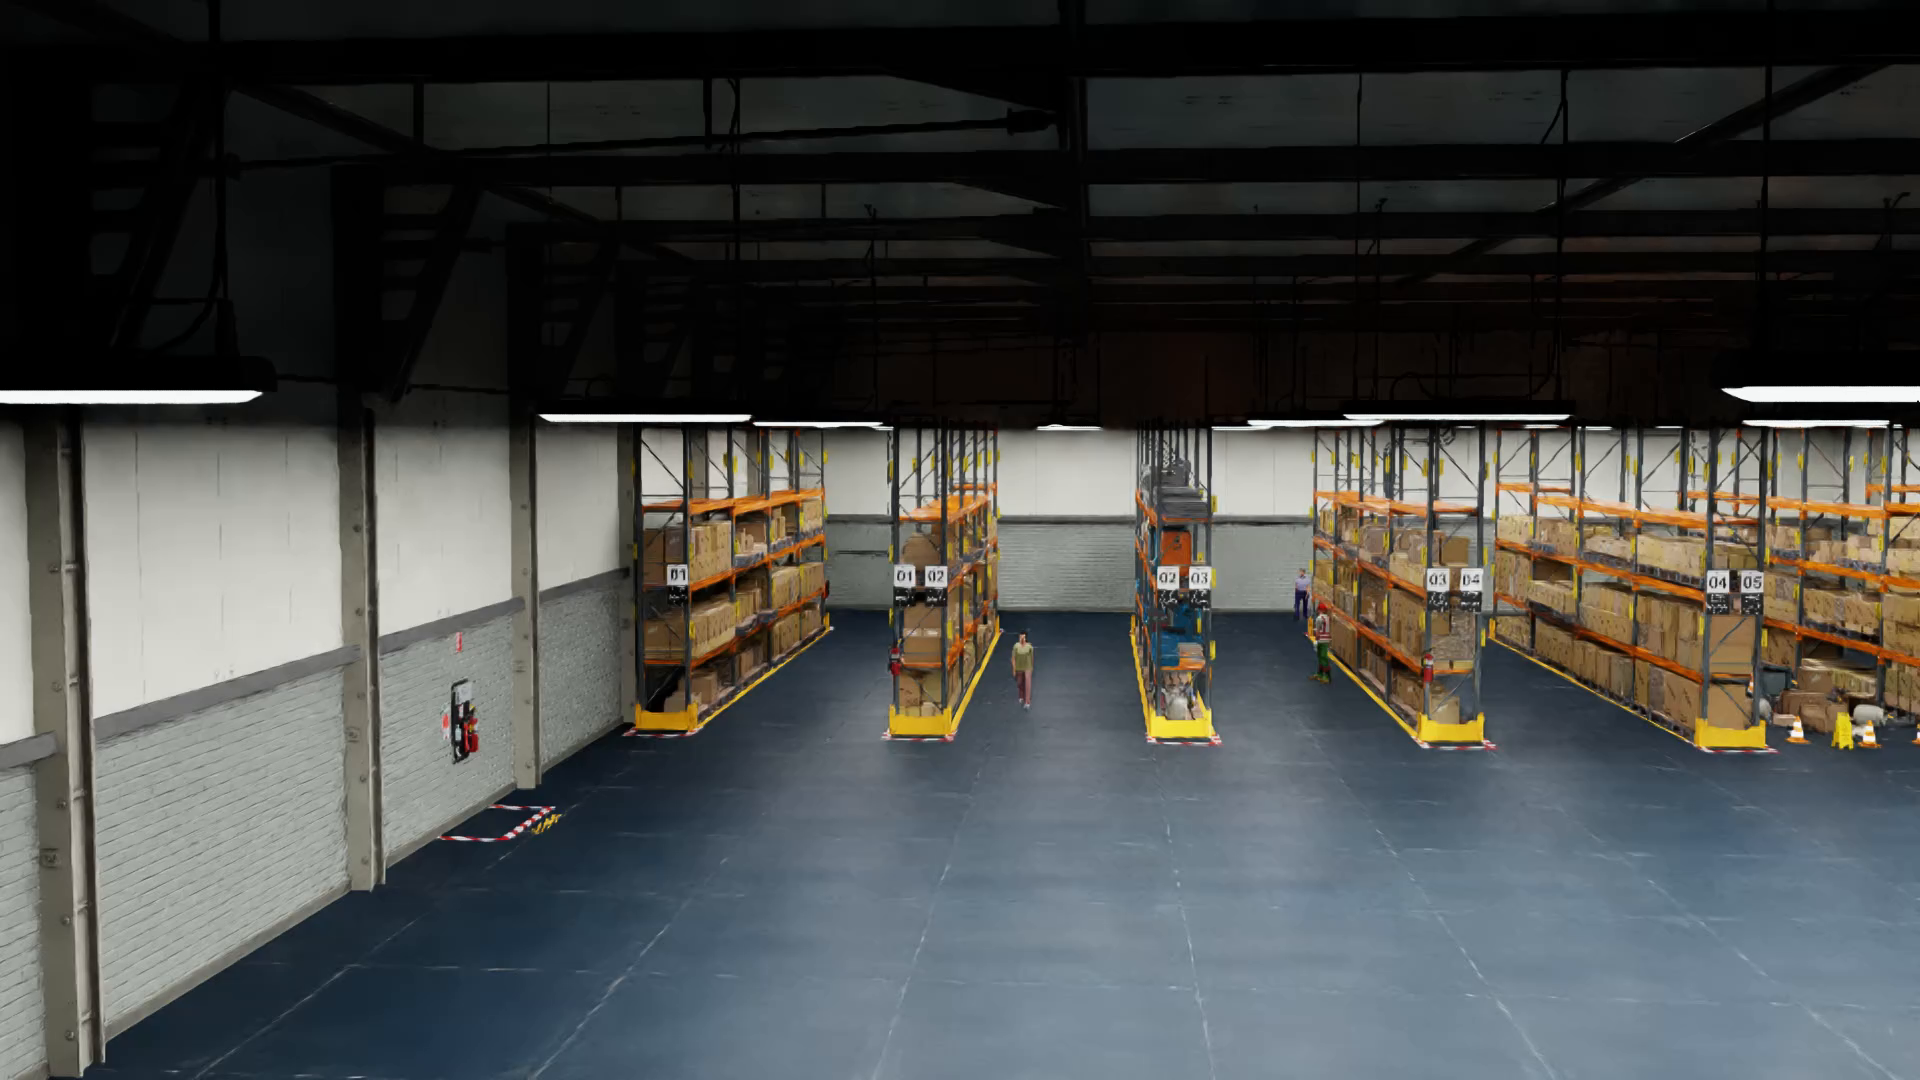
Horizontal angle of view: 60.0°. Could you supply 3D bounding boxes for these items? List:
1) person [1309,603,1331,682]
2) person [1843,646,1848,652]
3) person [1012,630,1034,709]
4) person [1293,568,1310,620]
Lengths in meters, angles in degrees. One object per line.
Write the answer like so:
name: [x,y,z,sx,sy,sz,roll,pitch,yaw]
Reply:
person: [8.264,2.328,38.123,0.581,1.785,0.664,2,4,29]
person: [22.736,2.061,43.118,0.526,1.669,0.565,2,4,23]
person: [1.295,2.659,34.514,0.448,1.588,1.109,0,4,7]
person: [10.383,1.635,50.426,0.478,1.566,0.995,1,4,14]
